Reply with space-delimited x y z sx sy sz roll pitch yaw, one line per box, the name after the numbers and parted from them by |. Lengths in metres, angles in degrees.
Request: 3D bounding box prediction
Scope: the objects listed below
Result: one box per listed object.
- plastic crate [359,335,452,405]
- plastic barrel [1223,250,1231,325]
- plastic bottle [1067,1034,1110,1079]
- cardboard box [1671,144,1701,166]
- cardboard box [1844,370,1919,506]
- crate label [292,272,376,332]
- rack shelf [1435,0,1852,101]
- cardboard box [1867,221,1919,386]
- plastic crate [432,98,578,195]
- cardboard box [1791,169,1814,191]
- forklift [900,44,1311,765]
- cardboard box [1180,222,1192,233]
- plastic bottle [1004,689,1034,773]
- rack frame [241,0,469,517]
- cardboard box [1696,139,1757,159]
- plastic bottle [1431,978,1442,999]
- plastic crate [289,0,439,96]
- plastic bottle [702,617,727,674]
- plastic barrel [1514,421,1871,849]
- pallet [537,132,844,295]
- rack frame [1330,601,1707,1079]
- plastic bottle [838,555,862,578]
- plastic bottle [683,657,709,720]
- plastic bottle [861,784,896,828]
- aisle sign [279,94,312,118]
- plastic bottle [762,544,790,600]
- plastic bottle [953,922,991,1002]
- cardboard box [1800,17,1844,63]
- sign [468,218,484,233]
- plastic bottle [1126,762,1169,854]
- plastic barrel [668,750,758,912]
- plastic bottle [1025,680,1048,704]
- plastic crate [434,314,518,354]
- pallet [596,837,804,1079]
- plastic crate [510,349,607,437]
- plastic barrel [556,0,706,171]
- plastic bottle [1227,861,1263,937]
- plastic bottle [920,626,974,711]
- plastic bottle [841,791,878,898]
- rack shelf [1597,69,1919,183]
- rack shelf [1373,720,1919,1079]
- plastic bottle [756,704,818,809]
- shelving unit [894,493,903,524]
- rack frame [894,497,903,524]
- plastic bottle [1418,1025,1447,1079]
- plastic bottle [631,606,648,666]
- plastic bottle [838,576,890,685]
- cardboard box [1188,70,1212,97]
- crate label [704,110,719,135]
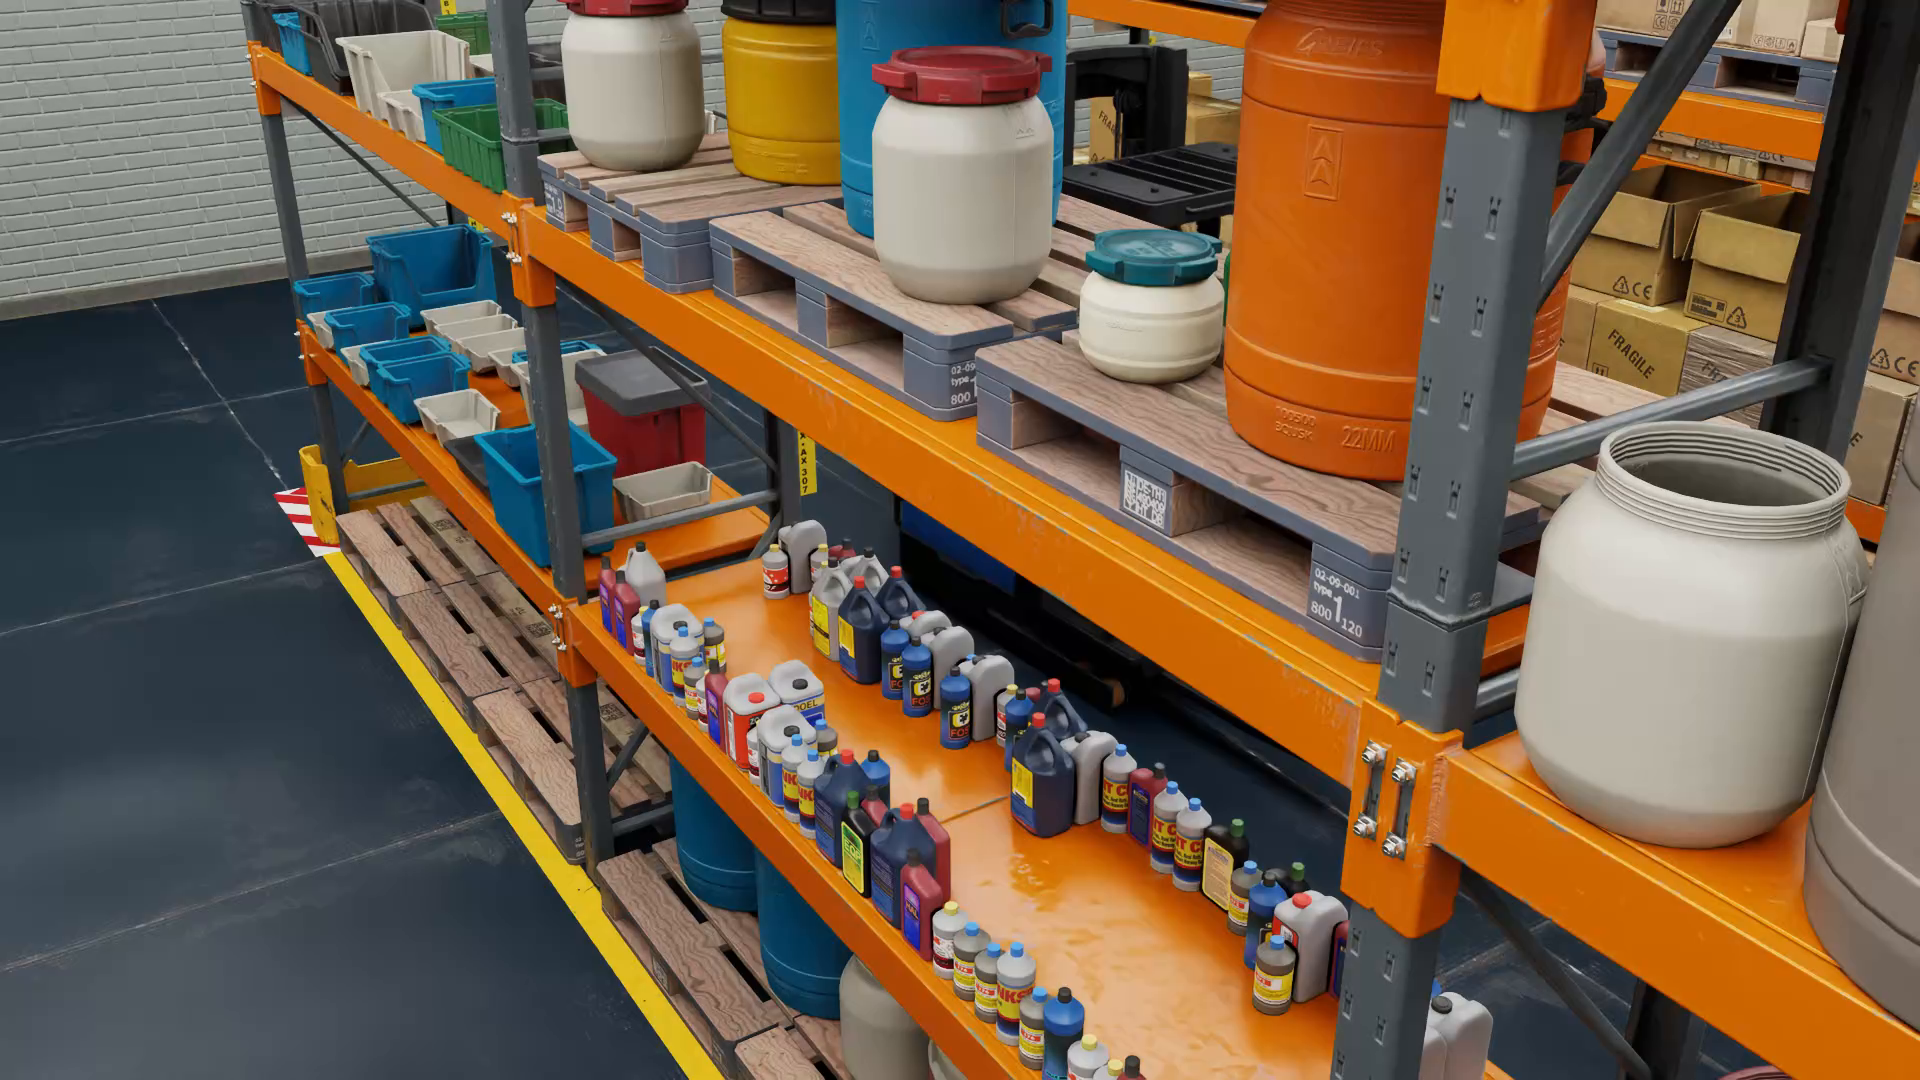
-2.688 -0.824 8.107 0.416 0.233 0.300 -16 29 -30 | plastic crate
0.716 -0.556 3.590 0.294 0.245 0.294 0 25 0 | plastic barrel
0.296 1.235 3.853 0.097 0.201 0.097 0 25 0 | plastic bottle
5.768 -3.028 12.945 0.380 0.149 0.250 -16 30 -31 | cardboard box
3.944 -0.512 7.204 0.500 0.500 0.500 -15 29 -29 | cardboard box
-3.407 -1.295 9.105 0.416 0.233 0.303 -16 29 -30 | crate label
0.010 -1.569 3.844 1.077 0.370 4.000 -16 29 -30 | rack shelf
4.141 -1.037 7.142 0.797 0.503 0.637 -14 29 -28 | cardboard box
-1.567 -1.419 5.977 0.450 0.188 0.662 -16 29 -30 | plastic crate
6.305 -2.650 12.144 0.380 0.149 0.250 -17 30 -32 | cardboard box
0.949 -0.742 7.888 1.130 2.935 3.031 -18 30 -33 | forklift
1.480 -2.130 10.575 0.500 0.250 0.500 -17 30 -31 | cardboard box
0.187 0.585 5.147 0.097 0.271 0.097 0 25 0 | plastic bottle
-3.266 -1.508 9.431 1.000 3.000 0.127 -16 29 -30 | rack frame
5.962 -3.193 12.534 0.500 0.500 0.500 -16 30 -31 | cardboard box
1.096 1.133 3.986 0.097 0.271 0.097 0 25 0 | plastic bottle
-2.662 -2.226 7.511 0.504 0.338 0.767 -16 29 -30 | plastic crate
-0.855 0.362 5.703 0.097 0.201 0.097 0 25 0 | plastic bottle
1.014 0.129 2.319 0.421 0.512 0.421 0 25 0 | plastic barrel
-0.572 -1.091 5.255 1.213 0.211 1.003 -16 29 -30 | pallet
1.101 1.353 3.370 1.000 3.000 0.127 -16 29 -30 | rack frame
-0.397 0.175 6.011 0.152 0.276 0.135 -16 29 -30 | plastic bottle
-0.856 0.480 5.452 0.097 0.201 0.097 0 25 0 | plastic bottle
-0.224 0.824 4.628 0.061 0.283 0.133 -16 29 -30 | plastic bottle
-3.554 -2.640 8.784 0.394 0.787 0.004 -16 29 -30 | aisle sign
-0.691 0.114 6.228 0.097 0.201 0.097 0 25 0 | plastic bottle
0.031 1.061 4.222 0.097 0.201 0.097 0 25 0 | plastic bottle
3.755 -2.097 6.967 0.380 0.149 0.250 -17 30 -32 | cardboard box
-2.814 -1.716 9.680 0.100 0.325 0.005 -16 29 -30 | sign
0.543 0.752 4.780 0.061 0.283 0.133 -16 29 -30 | plastic bottle
-0.800 0.880 6.338 0.600 0.901 0.708 -16 29 -30 | plastic barrel
0.243 0.555 5.197 0.061 0.283 0.133 -16 29 -30 | plastic bottle
-2.523 -1.060 8.720 0.396 0.136 0.243 -16 29 -30 | plastic crate
-0.696 1.469 6.391 1.003 0.211 1.213 -16 29 -30 | pallet
-1.761 -0.640 7.661 0.437 0.282 0.530 -16 29 -30 | plastic crate
-1.005 -1.439 5.119 0.433 0.535 0.433 0 25 0 | plastic barrel
0.770 0.952 4.453 0.097 0.201 0.097 0 25 0 | plastic bottle
-0.048 0.403 5.527 0.152 0.276 0.135 -16 29 -30 | plastic bottle
-0.275 0.838 4.598 0.061 0.283 0.133 -16 29 -30 | plastic bottle
4.159 -1.548 6.844 1.077 0.370 4.000 -16 29 -30 | rack shelf
2.193 1.037 1.368 1.077 0.370 4.000 -16 29 -30 | rack shelf
-0.517 0.647 5.011 0.152 0.276 0.135 -16 29 -30 | plastic bottle
-0.090 -1.009 9.427 0.431 2.100 0.503 -16 29 -30 | shelving unit
-0.224 -1.096 9.612 0.400 2.100 0.015 -16 29 -30 | rack frame
1.008 1.215 3.809 0.152 0.276 0.135 -16 29 -30 | plastic bottle
-1.088 0.327 5.775 0.097 0.201 0.097 0 25 0 | plastic bottle
-0.326 0.297 5.665 0.144 0.351 0.185 -16 29 -30 | plastic bottle
1.370 -2.955 11.446 0.500 0.500 0.500 -15 29 -29 | cardboard box
-1.107 -1.557 6.330 0.293 0.136 0.466 -16 29 -30 | crate label
